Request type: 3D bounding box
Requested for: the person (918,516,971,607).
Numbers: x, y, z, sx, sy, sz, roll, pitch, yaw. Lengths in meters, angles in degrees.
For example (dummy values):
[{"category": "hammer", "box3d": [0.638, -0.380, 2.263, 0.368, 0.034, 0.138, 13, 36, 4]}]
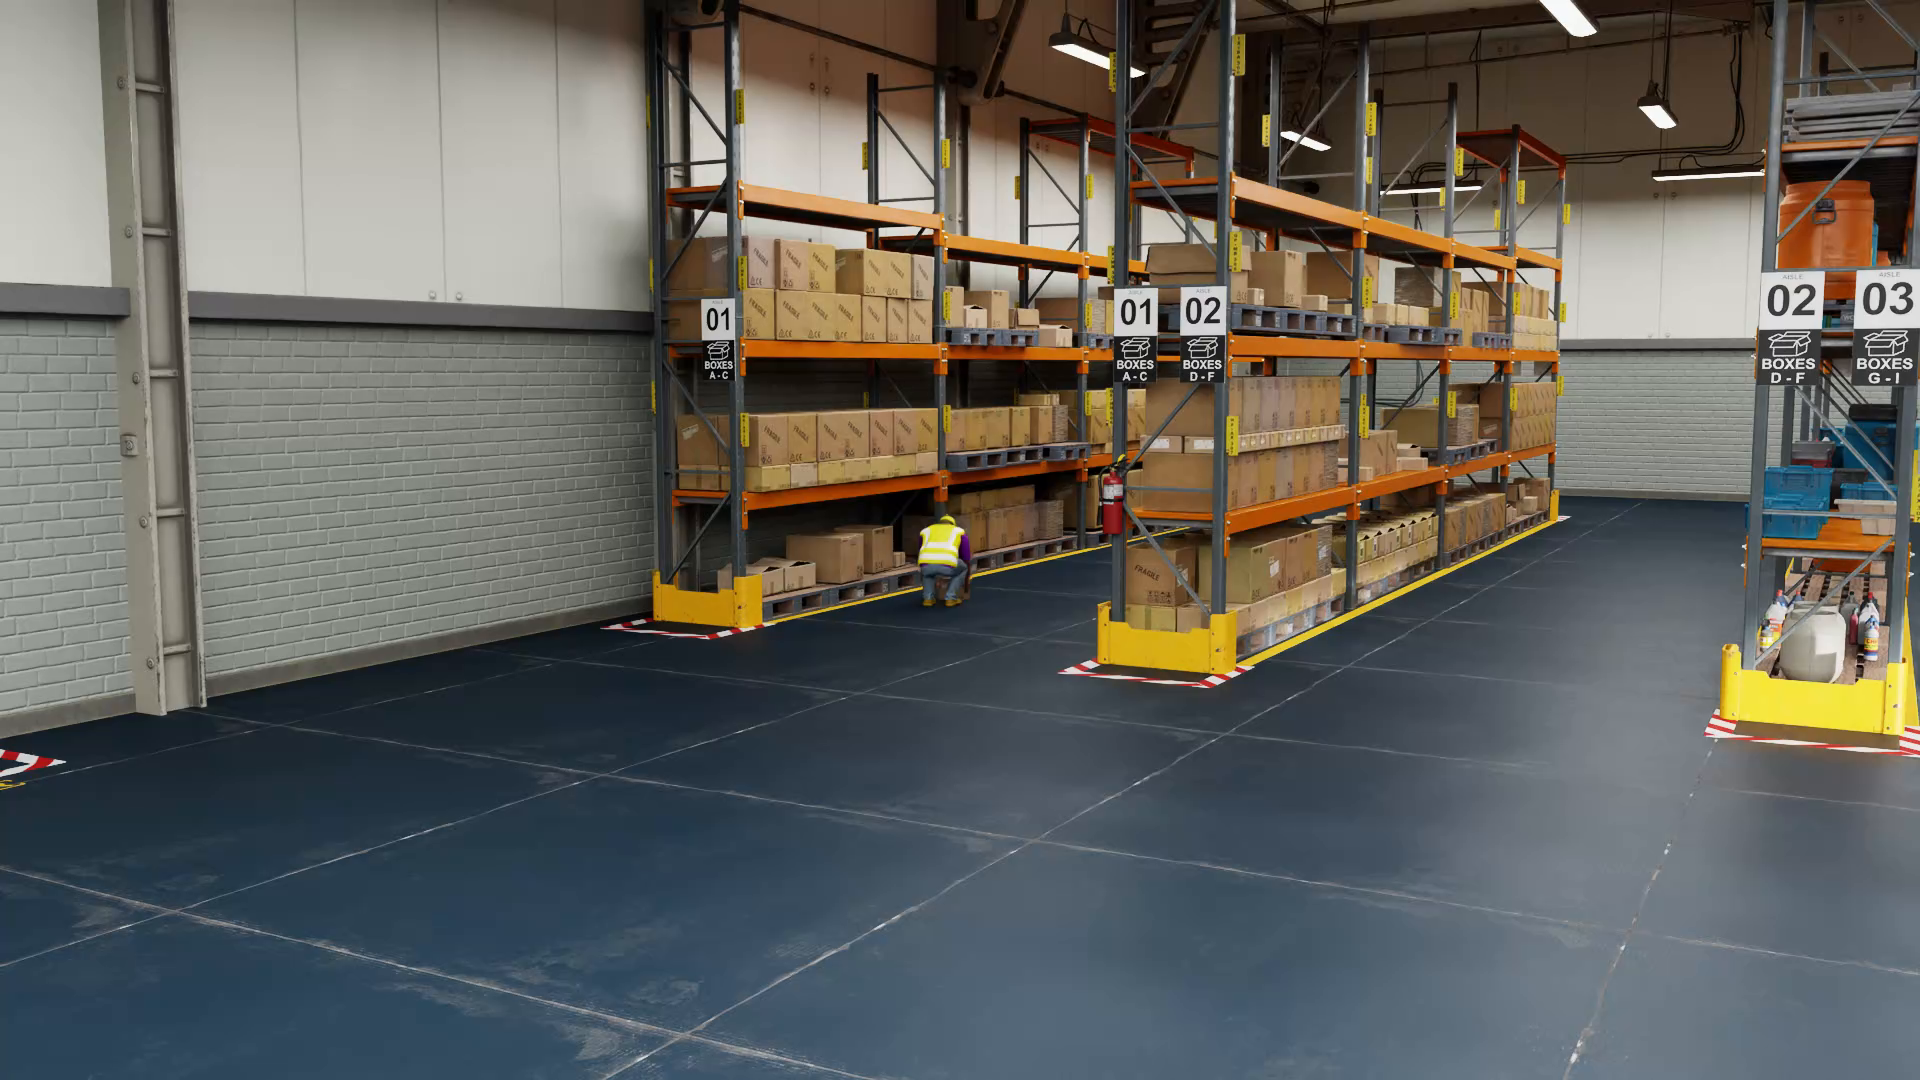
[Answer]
[{"category": "person", "box3d": [-0.206, 0.228, 17.940, 0.567, 0.926, 0.897, 2, 6, 16]}]
